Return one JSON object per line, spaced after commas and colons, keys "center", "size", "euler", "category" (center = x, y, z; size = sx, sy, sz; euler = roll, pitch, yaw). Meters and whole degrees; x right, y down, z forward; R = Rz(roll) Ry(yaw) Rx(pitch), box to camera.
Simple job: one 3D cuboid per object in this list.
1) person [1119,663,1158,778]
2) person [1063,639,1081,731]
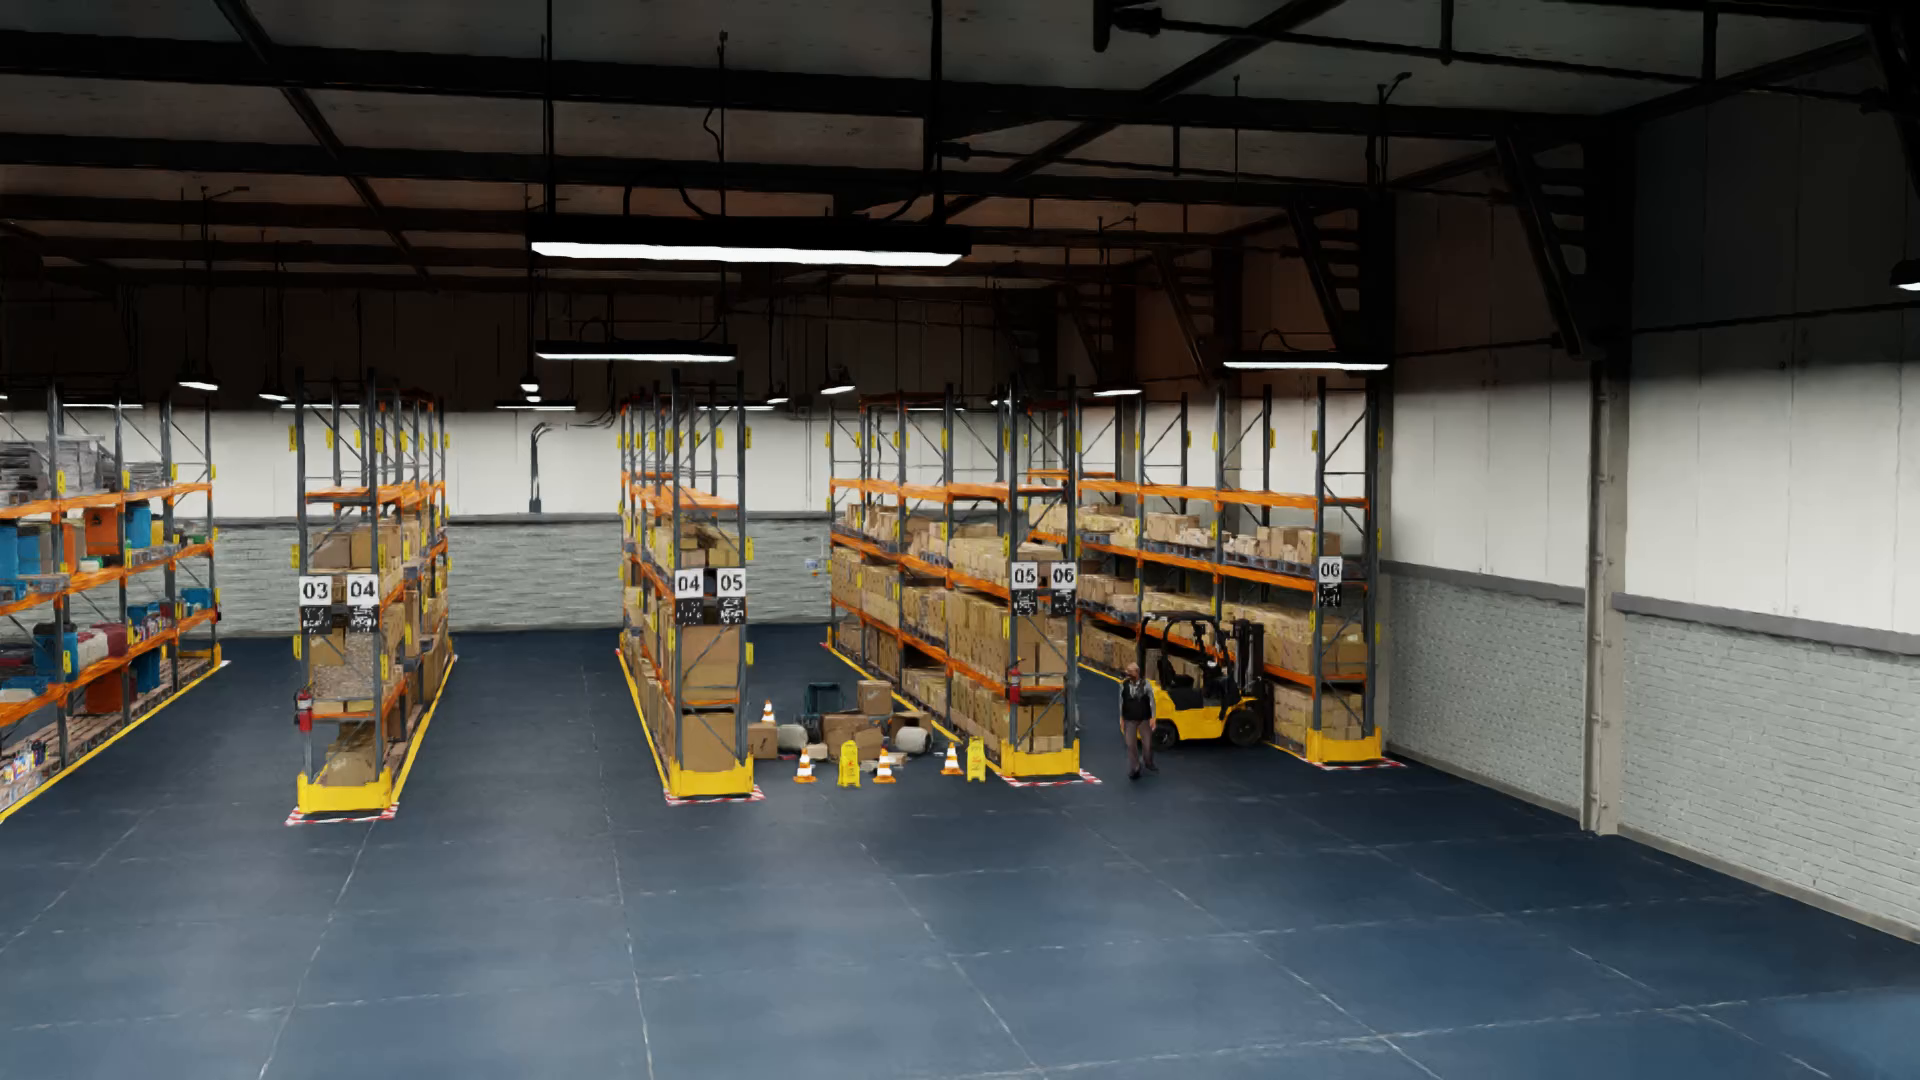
{"center": [2.655, 2.670, 24.785], "size": [0.568, 1.709, 0.538], "euler": [1, 4, 21], "category": "person"}
{"center": [1.878, 2.480, 28.721], "size": [0.449, 1.597, 0.467], "euler": [1, 4, 18], "category": "person"}
